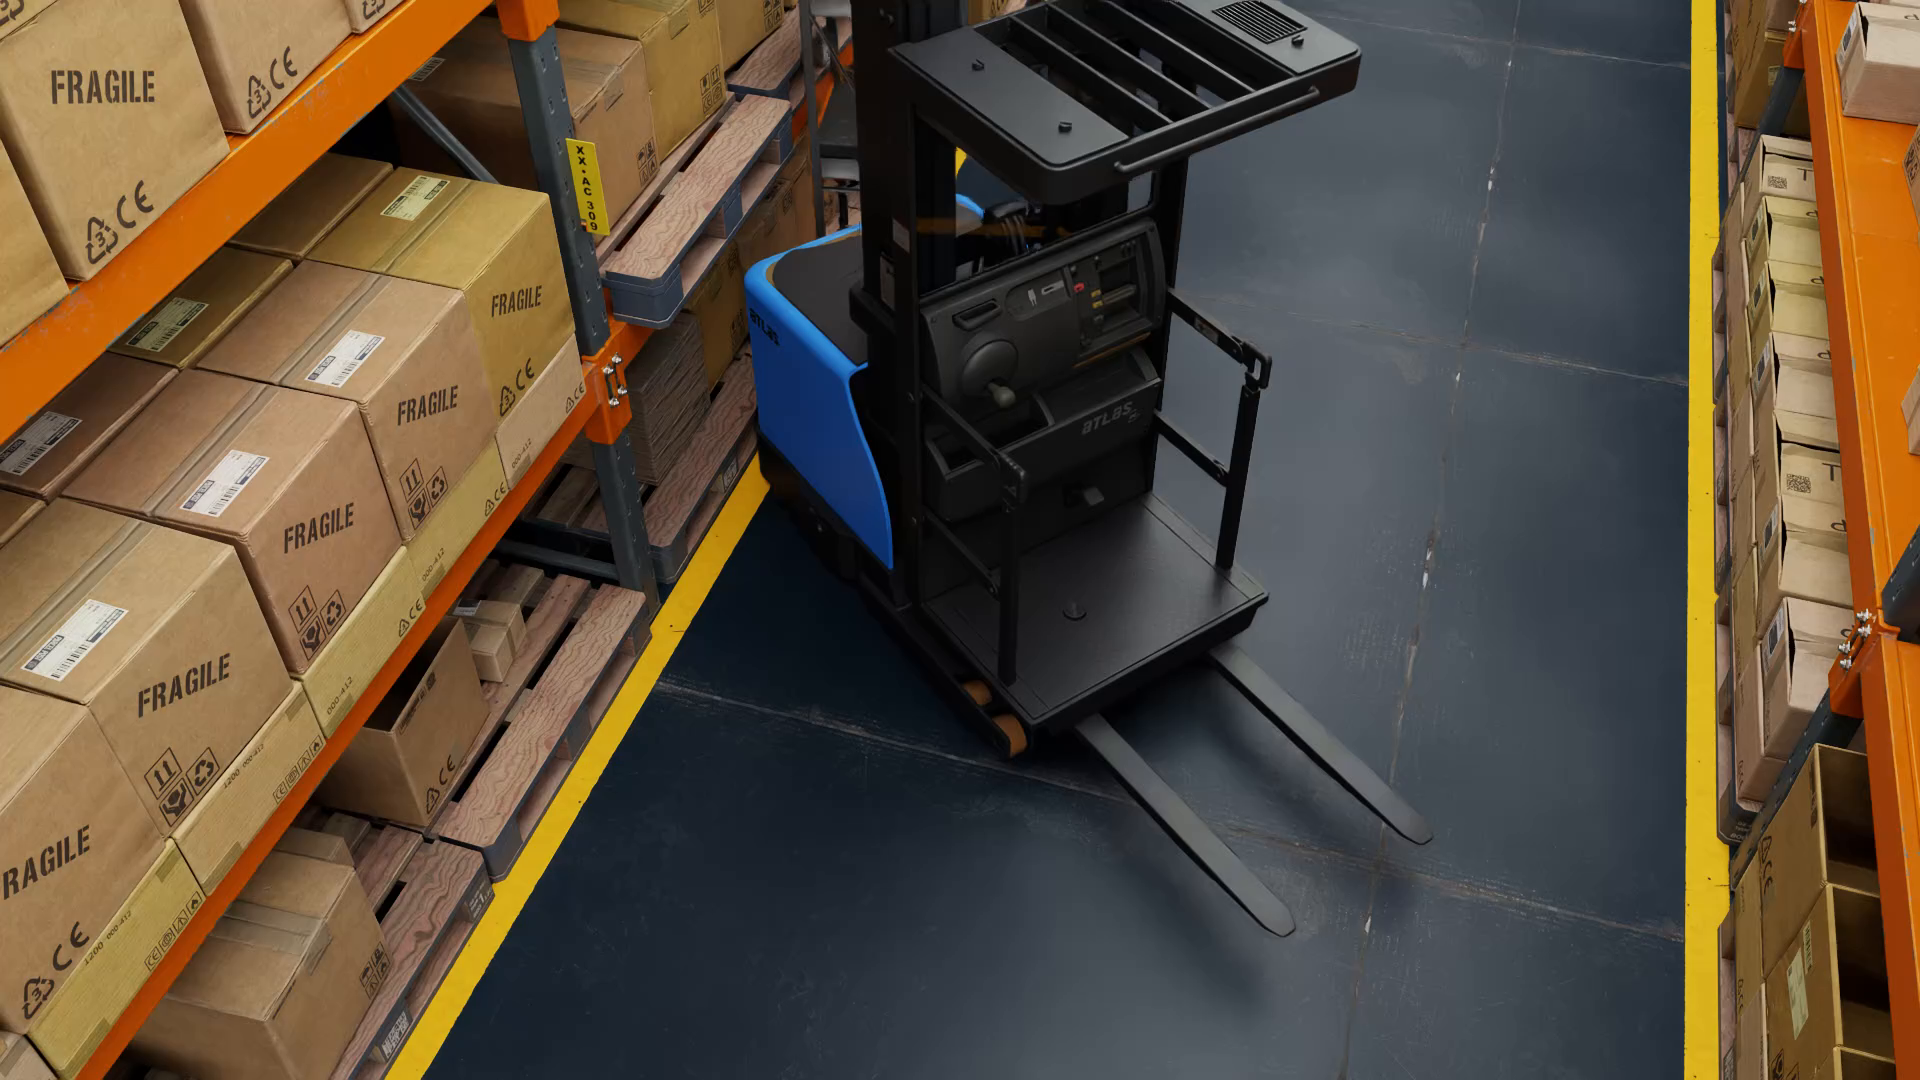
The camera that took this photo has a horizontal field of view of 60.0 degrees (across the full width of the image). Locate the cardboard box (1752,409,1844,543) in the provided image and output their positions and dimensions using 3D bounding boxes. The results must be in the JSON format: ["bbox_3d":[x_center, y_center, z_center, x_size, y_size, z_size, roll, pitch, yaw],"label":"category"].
[{"bbox_3d":[3.217,-0.210,6.084,0.500,0.311,0.500,12,46,12],"label":"cardboard box"}]

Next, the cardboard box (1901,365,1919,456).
[{"bbox_3d":[3.154,-0.408,5.118,0.396,0.266,0.258,12,46,12],"label":"cardboard box"}]

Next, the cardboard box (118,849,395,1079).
[{"bbox_3d":[-2.133,1.224,4.827,0.700,0.500,0.500,10,45,10],"label":"cardboard box"}]

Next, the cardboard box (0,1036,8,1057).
[{"bbox_3d":[-2.280,0.985,3.155,0.500,0.500,0.500,13,46,13],"label":"cardboard box"}]

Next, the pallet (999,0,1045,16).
[{"bbox_3d":[-0.137,-3.057,9.723,1.003,0.211,1.213,13,46,13],"label":"pallet"}]

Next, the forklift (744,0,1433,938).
[{"bbox_3d":[0.416,-0.655,5.324,1.130,2.935,3.031,-26,50,-24],"label":"forklift"}]

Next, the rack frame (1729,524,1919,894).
[{"bbox_3d":[3.063,0.169,4.432,1.000,3.000,0.127,13,46,13],"label":"rack frame"}]

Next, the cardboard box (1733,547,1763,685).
[{"bbox_3d":[3.067,0.327,5.937,0.500,0.250,0.500,12,46,12],"label":"cardboard box"}]

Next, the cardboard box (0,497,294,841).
[{"bbox_3d":[-1.973,0.296,3.860,0.500,0.500,0.500,14,46,14],"label":"cardboard box"}]

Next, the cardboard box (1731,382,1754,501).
[{"bbox_3d":[3.377,-0.353,6.631,0.500,0.250,0.500,13,46,13],"label":"cardboard box"}]

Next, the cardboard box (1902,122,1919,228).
[{"bbox_3d":[3.782,-1.411,5.976,0.500,0.500,0.500,10,45,10],"label":"cardboard box"}]

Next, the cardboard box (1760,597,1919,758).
[{"bbox_3d":[2.912,0.471,5.389,0.500,0.311,0.500,13,46,13],"label":"cardboard box"}]

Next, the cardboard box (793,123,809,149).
[{"bbox_3d":[-1.000,-1.874,7.457,0.500,0.250,0.500,12,46,12],"label":"cardboard box"}]

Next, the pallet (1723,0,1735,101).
[{"bbox_3d":[4.908,-2.801,9.461,1.003,0.211,1.213,13,46,13],"label":"pallet"}]

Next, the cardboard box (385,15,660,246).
[{"bbox_3d":[-1.473,-1.403,5.653,0.700,0.500,0.500,13,46,13],"label":"cardboard box"}]

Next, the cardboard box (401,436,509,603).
[{"bbox_3d":[-1.673,-0.121,4.822,0.500,0.250,0.500,13,46,13],"label":"cardboard box"}]

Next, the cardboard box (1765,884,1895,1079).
[{"bbox_3d":[2.480,1.312,4.395,0.500,0.500,0.500,13,46,13],"label":"cardboard box"}]

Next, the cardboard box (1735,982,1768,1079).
[{"bbox_3d":[2.477,1.579,4.657,0.500,0.250,0.500,13,46,13],"label":"cardboard box"}]

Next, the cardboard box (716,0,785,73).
[{"bbox_3d":[-1.127,-2.219,6.487,0.700,0.500,0.500,19,47,18],"label":"cardboard box"}]

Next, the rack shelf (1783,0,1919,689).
[{"bbox_3d":[3.669,-0.907,6.046,1.077,0.370,4.000,13,46,13],"label":"rack shelf"}]

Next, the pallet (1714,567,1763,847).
[{"bbox_3d":[3.249,0.666,5.918,1.003,0.211,1.213,13,46,13],"label":"pallet"}]

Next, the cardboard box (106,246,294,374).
[{"bbox_3d":[-2.161,-0.486,4.659,0.500,0.500,0.500,12,46,12],"label":"cardboard box"}]

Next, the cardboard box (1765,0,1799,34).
[{"bbox_3d":[4.347,-2.740,8.342,0.500,0.250,0.500,14,46,14],"label":"cardboard box"}]

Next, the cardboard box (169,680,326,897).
[{"bbox_3d":[-1.961,0.553,4.133,0.500,0.250,0.500,13,46,13],"label":"cardboard box"}]

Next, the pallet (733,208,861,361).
[{"bbox_3d":[-1.057,-1.216,7.842,1.003,0.211,1.213,13,46,13],"label":"pallet"}]

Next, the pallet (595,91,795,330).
[{"bbox_3d":[-1.289,-1.288,6.058,1.003,0.211,1.213,13,46,13],"label":"pallet"}]

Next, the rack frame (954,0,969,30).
[{"bbox_3d":[-0.448,-3.544,8.227,1.000,3.000,0.127,13,46,13],"label":"rack frame"}]

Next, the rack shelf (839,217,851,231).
[{"bbox_3d":[-0.359,-1.061,7.350,0.431,0.518,0.480,5,45,5],"label":"rack shelf"}]

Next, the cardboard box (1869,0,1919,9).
[{"bbox_3d":[4.123,-2.232,6.950,0.500,0.311,0.500,15,46,15],"label":"cardboard box"}]

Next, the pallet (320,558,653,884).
[{"bbox_3d":[-1.829,0.574,6.012,1.003,0.211,1.213,13,46,13],"label":"pallet"}]

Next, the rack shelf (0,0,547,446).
[{"bbox_3d":[-2.265,-0.359,3.342,1.077,0.370,4.000,13,46,13],"label":"rack shelf"}]

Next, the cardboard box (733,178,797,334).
[{"bbox_3d":[-1.151,-1.322,7.429,0.700,0.500,0.500,13,46,13],"label":"cardboard box"}]

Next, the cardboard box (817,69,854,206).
[{"bbox_3d":[-0.883,-1.998,8.120,0.700,0.500,0.500,12,46,12],"label":"cardboard box"}]

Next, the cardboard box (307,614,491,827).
[{"bbox_3d":[-1.935,0.559,5.507,0.500,0.500,0.500,9,45,9],"label":"cardboard box"}]

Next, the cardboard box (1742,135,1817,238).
[{"bbox_3d":[3.836,-1.578,7.483,0.500,0.311,0.500,14,46,14],"label":"cardboard box"}]

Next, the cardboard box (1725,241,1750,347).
[{"bbox_3d":[3.684,-1.042,7.336,0.500,0.250,0.500,11,46,11],"label":"cardboard box"}]

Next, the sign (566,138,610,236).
[{"bbox_3d":[-1.140,-1.077,5.087,0.100,0.325,0.005,13,46,13],"label":"sign"}]

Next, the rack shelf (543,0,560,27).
[{"bbox_3d":[-1.054,-3.026,6.067,1.077,0.370,4.000,13,46,13],"label":"rack shelf"}]

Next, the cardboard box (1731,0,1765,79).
[{"bbox_3d":[4.491,-2.779,8.918,0.500,0.500,0.500,11,45,11],"label":"cardboard box"}]

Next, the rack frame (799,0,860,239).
[{"bbox_3d":[-0.390,-1.398,6.676,0.400,2.100,0.015,5,45,5],"label":"rack frame"}]

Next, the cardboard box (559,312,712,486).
[{"bbox_3d":[-1.452,-0.636,6.727,0.700,0.500,0.500,14,46,14],"label":"cardboard box"}]

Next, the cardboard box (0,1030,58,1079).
[{"bbox_3d":[-2.277,1.228,3.443,0.500,0.250,0.500,11,45,11],"label":"cardboard box"}]

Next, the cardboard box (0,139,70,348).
[{"bbox_3d":[-2.039,-0.555,2.942,0.500,0.500,0.500,15,46,15],"label":"cardboard box"}]

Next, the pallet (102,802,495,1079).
[{"bbox_3d":[-2.197,1.390,5.178,1.003,0.211,1.213,13,46,13],"label":"pallet"}]

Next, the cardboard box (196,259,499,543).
[{"bbox_3d":[-1.653,-0.385,4.555,0.500,0.500,0.500,12,46,12],"label":"cardboard box"}]

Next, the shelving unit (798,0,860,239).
[{"bbox_3d":[-0.361,-1.568,6.848,0.431,2.100,0.503,5,45,5],"label":"shelving unit"}]

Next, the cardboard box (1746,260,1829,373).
[{"bbox_3d":[3.528,-0.887,6.776,0.500,0.311,0.500,11,46,11],"label":"cardboard box"}]

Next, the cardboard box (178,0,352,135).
[{"bbox_3d":[-1.742,-1.269,3.672,0.500,0.500,0.500,9,45,9],"label":"cardboard box"}]

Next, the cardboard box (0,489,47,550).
[{"bbox_3d":[-2.464,0.193,3.965,0.500,0.500,0.500,13,46,13],"label":"cardboard box"}]

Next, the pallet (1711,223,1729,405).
[{"bbox_3d":[3.988,-0.960,7.580,1.003,0.211,1.213,13,46,13],"label":"pallet"}]
